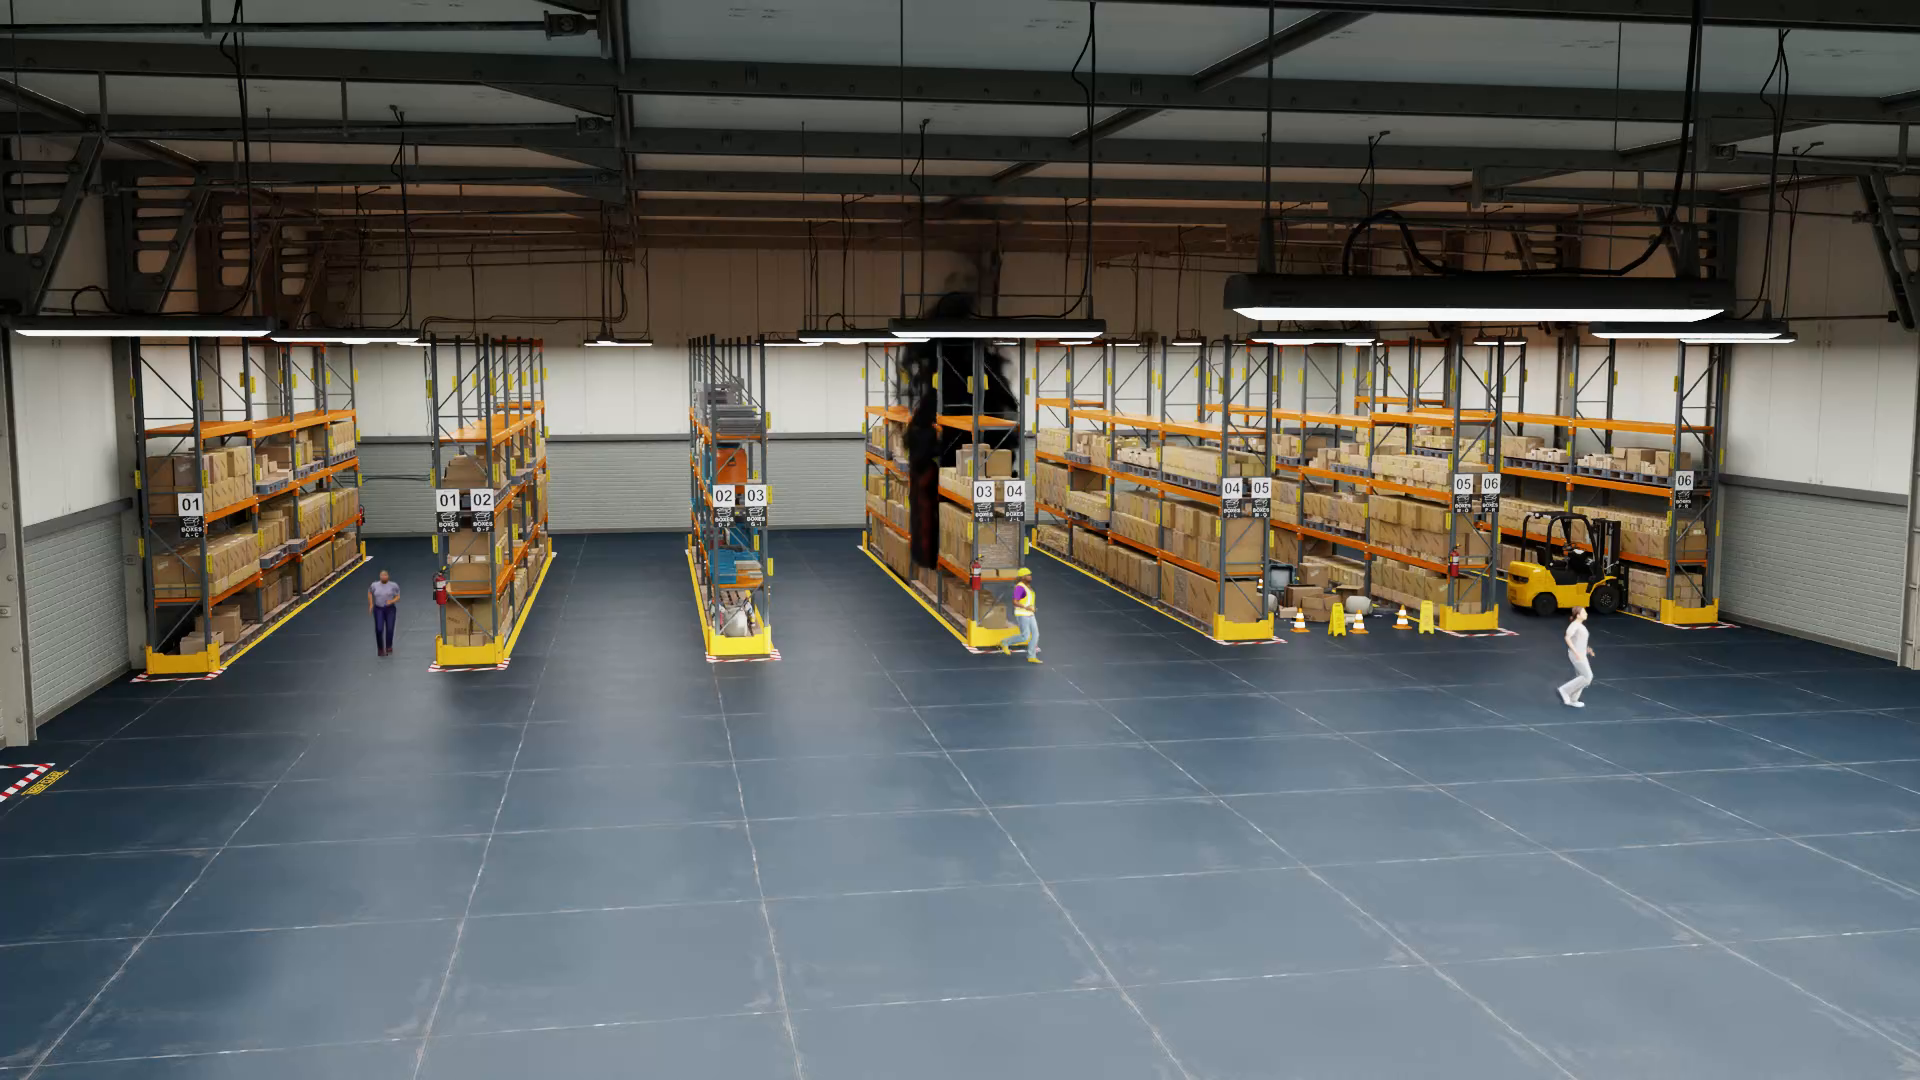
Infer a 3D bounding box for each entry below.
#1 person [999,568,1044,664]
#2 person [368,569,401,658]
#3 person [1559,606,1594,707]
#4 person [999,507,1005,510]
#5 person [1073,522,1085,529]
[{"bbox_3d":[1.150,1.383,30.494,0.850,1.763,0.701,3,7,21],"label":"person"},{"bbox_3d":[-10.726,1.381,31.034,0.566,1.674,0.783,-2,7,-20],"label":"person"},{"bbox_3d":[9.905,1.864,26.669,0.512,1.633,0.569,4,8,30],"label":"person"},{"bbox_3d":[0.919,-0.694,48.770,0.779,1.708,0.795,6,9,42],"label":"person"},{"bbox_3d":[3.538,-0.741,49.571,0.632,1.655,0.597,4,8,33],"label":"person"}]
